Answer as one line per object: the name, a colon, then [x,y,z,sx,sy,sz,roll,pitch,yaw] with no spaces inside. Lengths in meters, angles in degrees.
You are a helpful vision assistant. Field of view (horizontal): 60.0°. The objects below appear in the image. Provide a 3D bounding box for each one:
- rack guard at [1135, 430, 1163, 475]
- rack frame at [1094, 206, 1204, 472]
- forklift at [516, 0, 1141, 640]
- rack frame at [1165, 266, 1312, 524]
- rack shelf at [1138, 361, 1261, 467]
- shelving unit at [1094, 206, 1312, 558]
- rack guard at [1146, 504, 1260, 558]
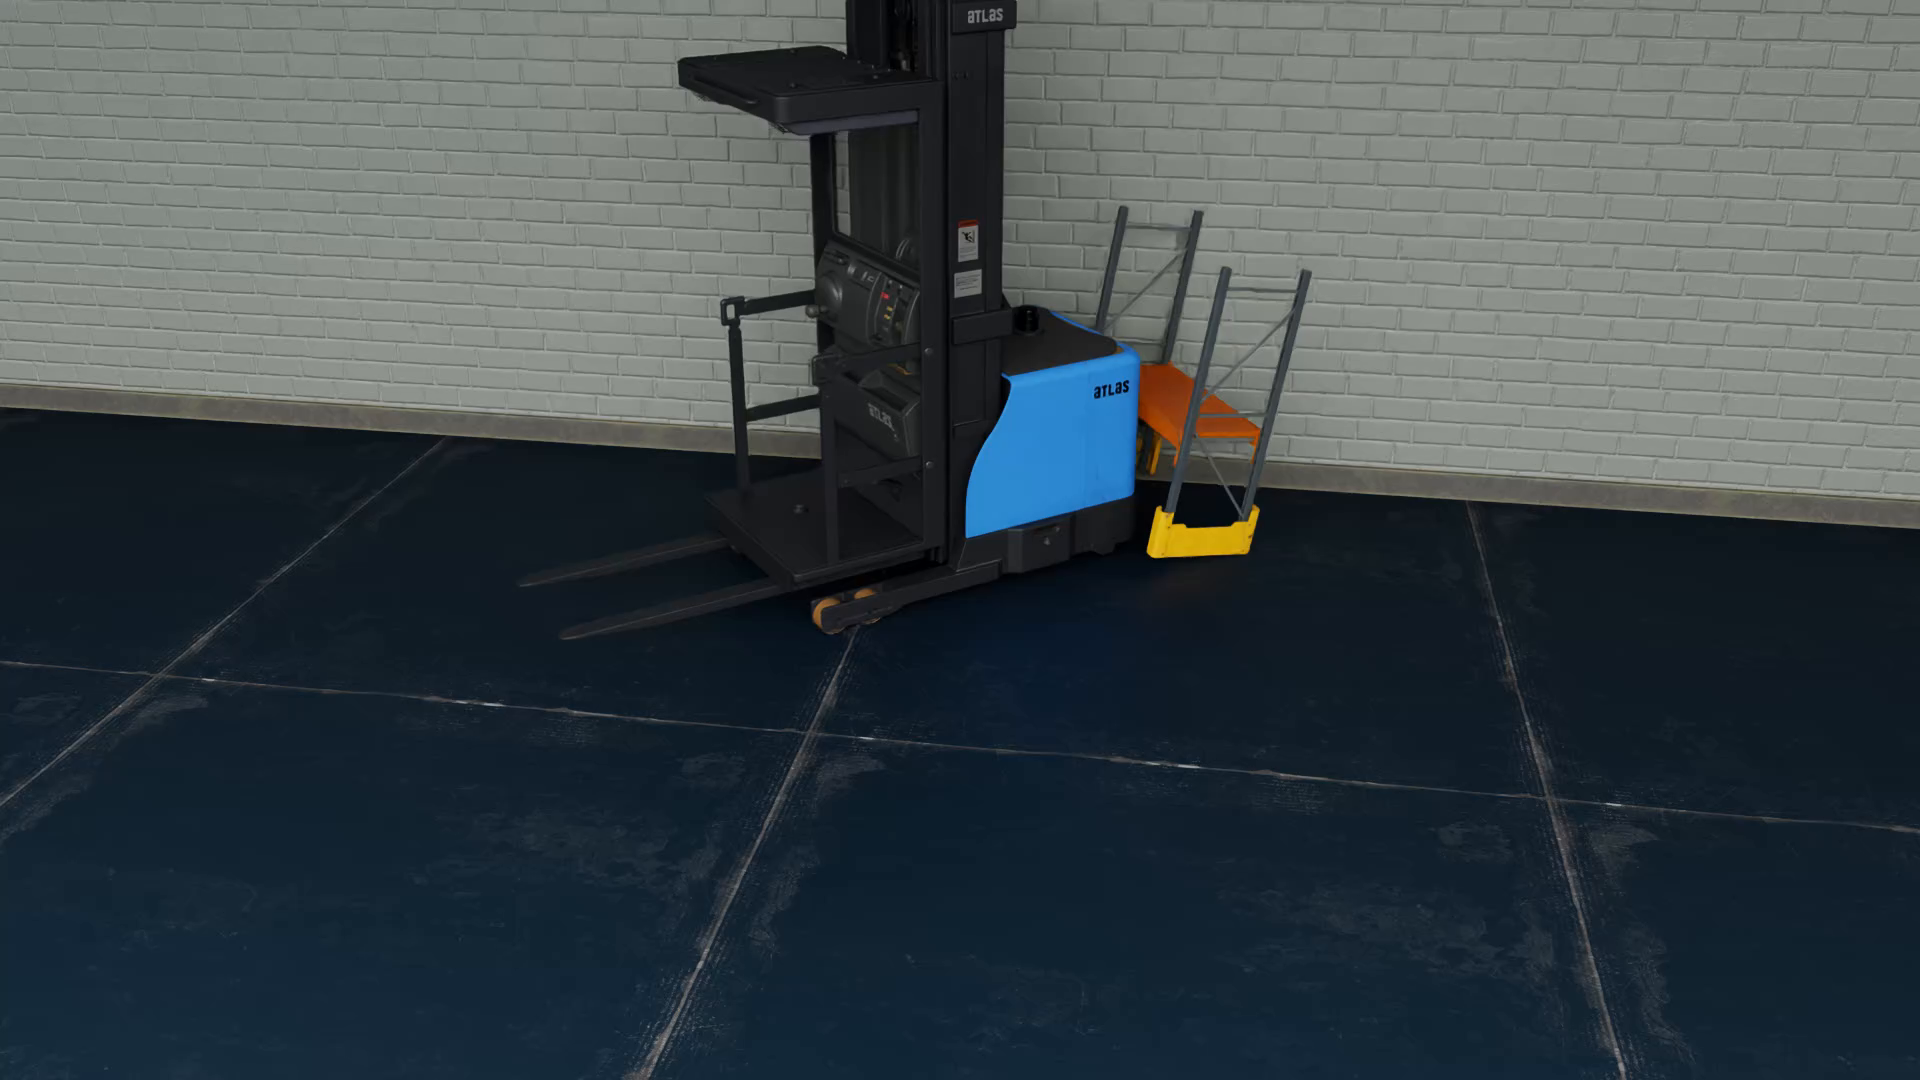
rack guard: [0.844,-0.489,9.240,0.587,0.250,0.087,-2,27,-25]
rack frame: [0.936,-1.058,8.997,0.500,1.500,0.032,-2,27,-25]
forklift: [-0.618,-1.141,7.730,3.031,2.935,1.130,-14,29,-28]
rack frame: [1.335,-0.609,8.177,0.500,1.500,0.032,-2,27,-25]
rack shelf: [1.107,-0.672,8.661,0.538,0.185,1.000,-2,27,-25]
shelving unit: [1.139,-0.829,8.579,0.587,1.500,1.083,-2,27,-25]
rack guard: [1.235,-0.049,8.436,0.587,0.250,0.087,-2,27,-25]
